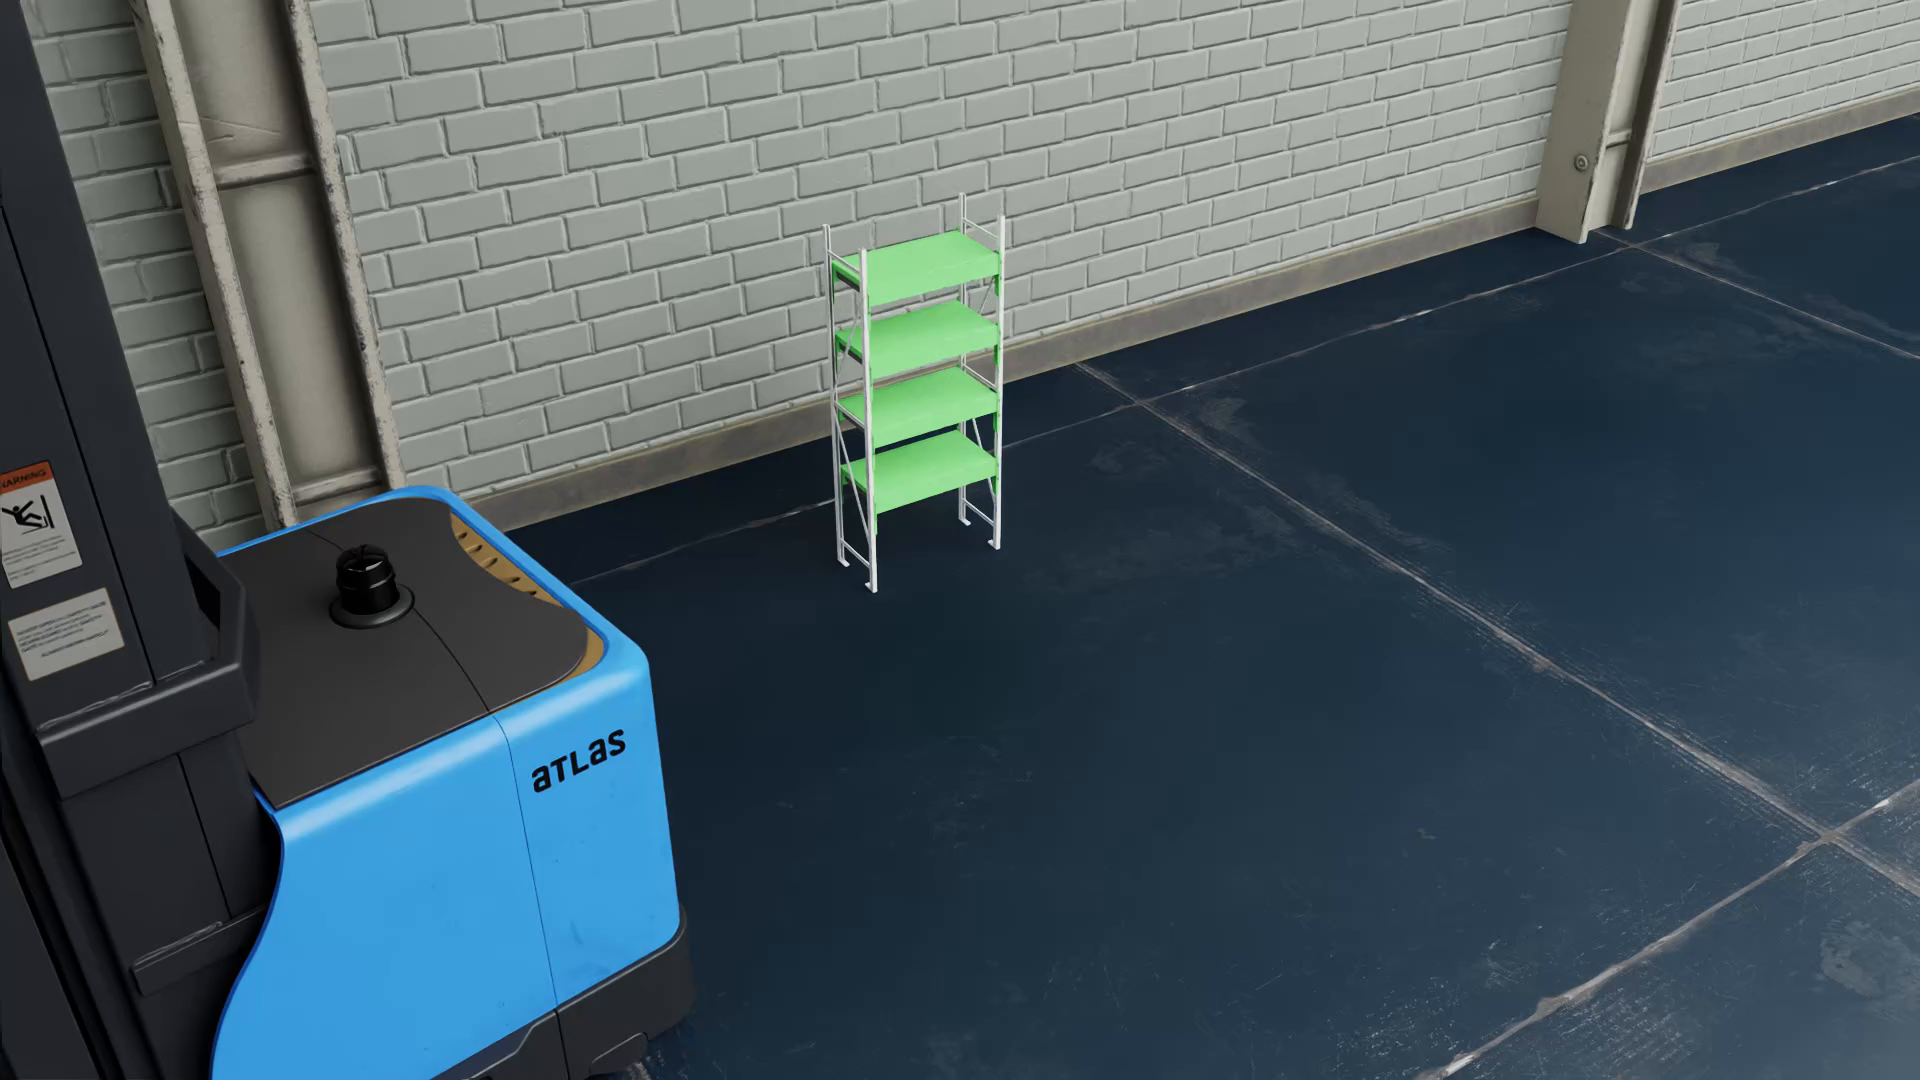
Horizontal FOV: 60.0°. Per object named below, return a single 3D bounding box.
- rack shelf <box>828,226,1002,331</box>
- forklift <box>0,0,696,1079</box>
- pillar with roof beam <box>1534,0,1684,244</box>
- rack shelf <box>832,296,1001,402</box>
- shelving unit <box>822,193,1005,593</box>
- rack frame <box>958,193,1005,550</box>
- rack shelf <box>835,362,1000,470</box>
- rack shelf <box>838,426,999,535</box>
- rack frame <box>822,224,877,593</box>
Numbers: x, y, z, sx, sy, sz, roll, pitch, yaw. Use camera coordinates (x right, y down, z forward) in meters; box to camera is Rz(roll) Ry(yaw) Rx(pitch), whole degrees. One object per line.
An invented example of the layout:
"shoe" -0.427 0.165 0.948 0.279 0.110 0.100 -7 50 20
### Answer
"rack shelf" -0.139 -0.812 5.132 0.480 0.148 0.258 -19 37 -27
"forklift" -2.070 0.220 2.654 3.031 2.935 1.130 -24 40 -33
"pillar with roof beam" 5.396 -3.427 2.749 0.400 9.000 9.100 -19 37 -27
"rack shelf" -0.139 -0.609 5.260 0.480 0.148 0.258 -19 37 -27
"shelving unit" -0.139 -0.460 5.354 0.503 1.200 0.258 -19 37 -27
"rack frame" 0.066 -0.530 5.466 0.015 1.200 0.240 -19 37 -27
"rack shelf" -0.139 -0.406 5.388 0.480 0.148 0.258 -19 37 -27
"rack shelf" -0.139 -0.203 5.516 0.480 0.148 0.258 -19 37 -27
"rack frame" -0.344 -0.389 5.242 0.015 1.200 0.240 -19 37 -27
